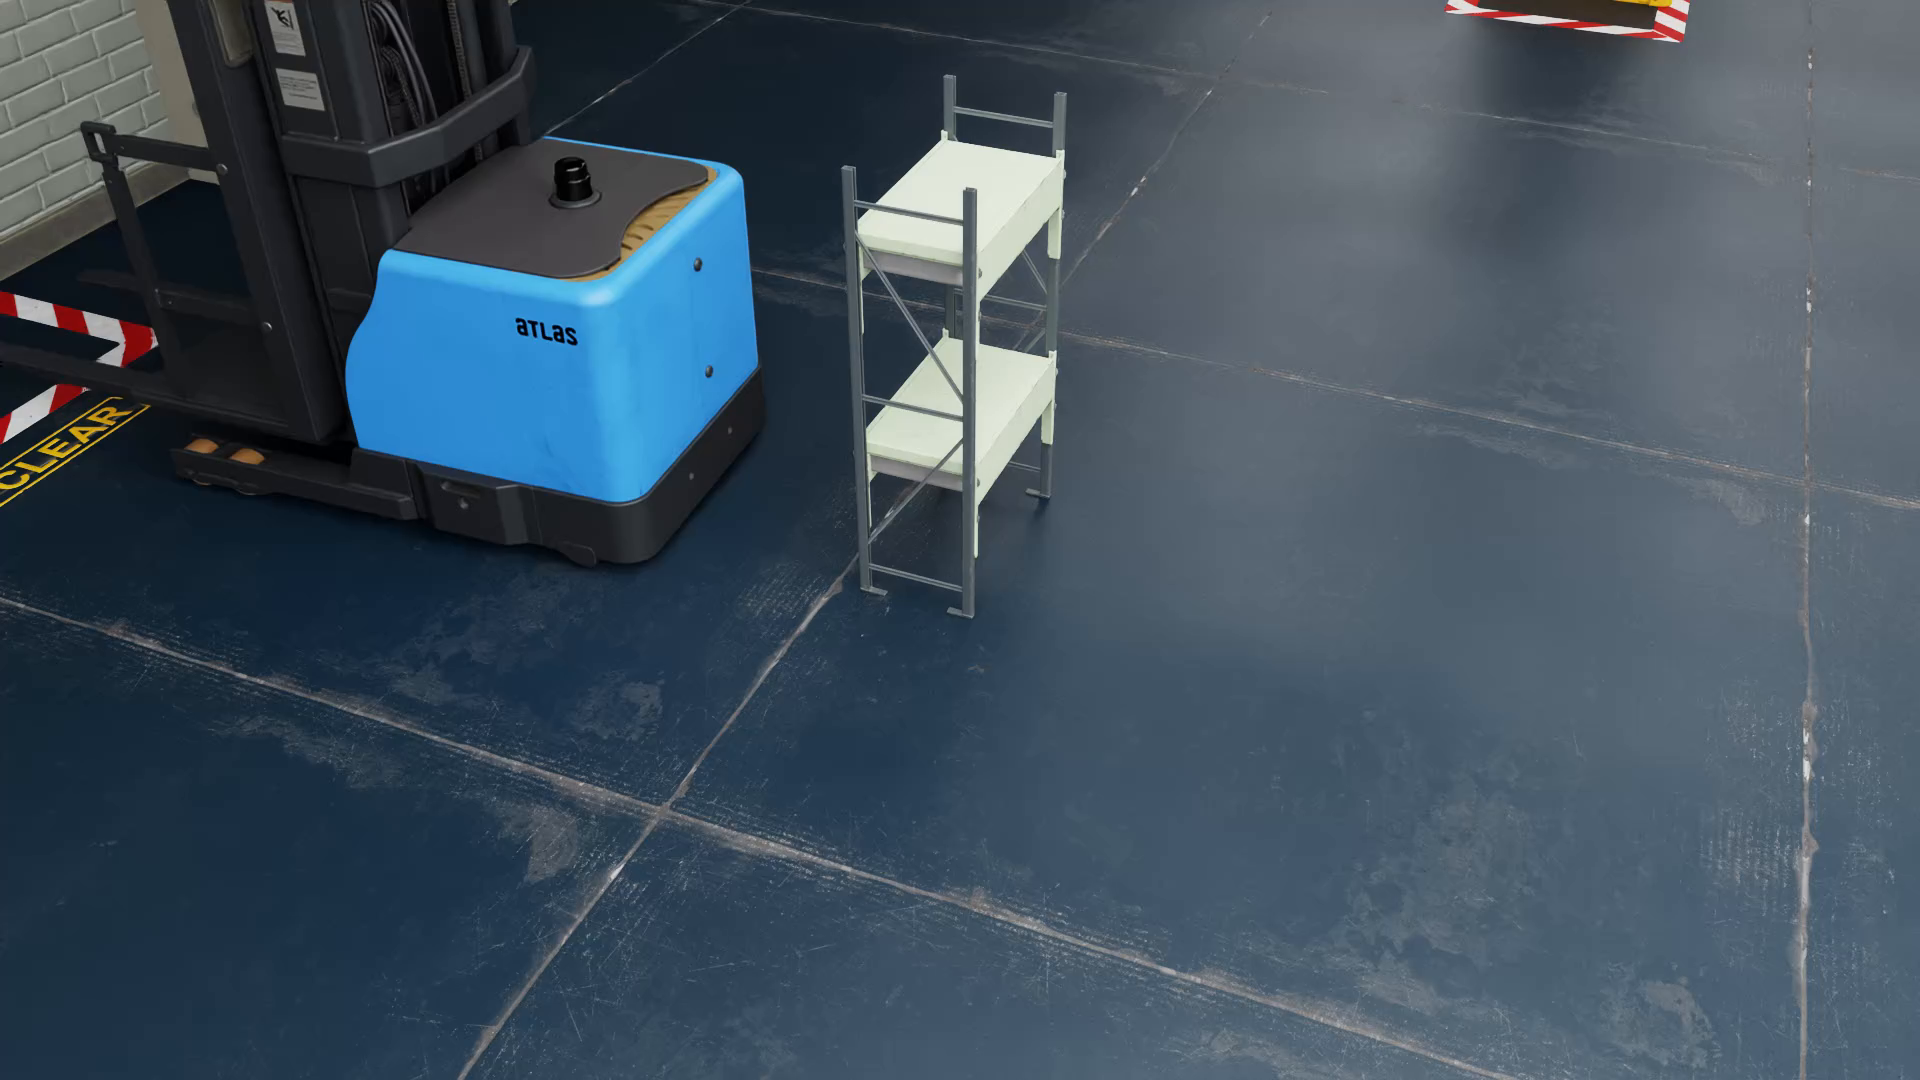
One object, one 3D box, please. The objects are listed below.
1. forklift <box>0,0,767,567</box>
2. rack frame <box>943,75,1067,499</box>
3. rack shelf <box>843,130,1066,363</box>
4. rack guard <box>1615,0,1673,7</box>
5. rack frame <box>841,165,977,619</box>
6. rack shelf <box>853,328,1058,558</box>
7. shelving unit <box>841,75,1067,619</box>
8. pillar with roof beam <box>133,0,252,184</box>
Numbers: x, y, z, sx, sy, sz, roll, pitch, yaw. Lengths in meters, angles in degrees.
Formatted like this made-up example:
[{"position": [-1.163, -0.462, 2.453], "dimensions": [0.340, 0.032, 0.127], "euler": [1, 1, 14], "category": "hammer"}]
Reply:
[{"position": [-2.298, -1.617, 5.466], "dimensions": [3.031, 2.935, 1.130], "euler": [12, 38, 15], "category": "forklift"}, {"position": [0.137, -0.800, 5.567], "dimensions": [0.400, 1.500, 0.023], "euler": [14, 39, 18], "category": "rack frame"}, {"position": [-0.003, -0.910, 5.062], "dimensions": [0.431, 0.370, 0.720], "euler": [14, 39, 18], "category": "rack shelf"}, {"position": [3.820, -3.645, 10.209], "dimensions": [1.175, 0.500, 0.348], "euler": [14, 39, 18], "category": "rack guard"}, {"position": [-0.142, -0.394, 5.025], "dimensions": [0.400, 1.500, 0.023], "euler": [14, 39, 18], "category": "rack frame"}, {"position": [-0.003, -0.336, 5.491], "dimensions": [0.431, 0.370, 0.720], "euler": [14, 39, 18], "category": "rack shelf"}, {"position": [-0.003, -0.597, 5.296], "dimensions": [0.431, 1.500, 0.755], "euler": [14, 39, 18], "category": "shelving unit"}, {"position": [0.411, -4.471, 4.215], "dimensions": [9.100, 9.000, 0.400], "euler": [14, 39, 18], "category": "pillar with roof beam"}]
